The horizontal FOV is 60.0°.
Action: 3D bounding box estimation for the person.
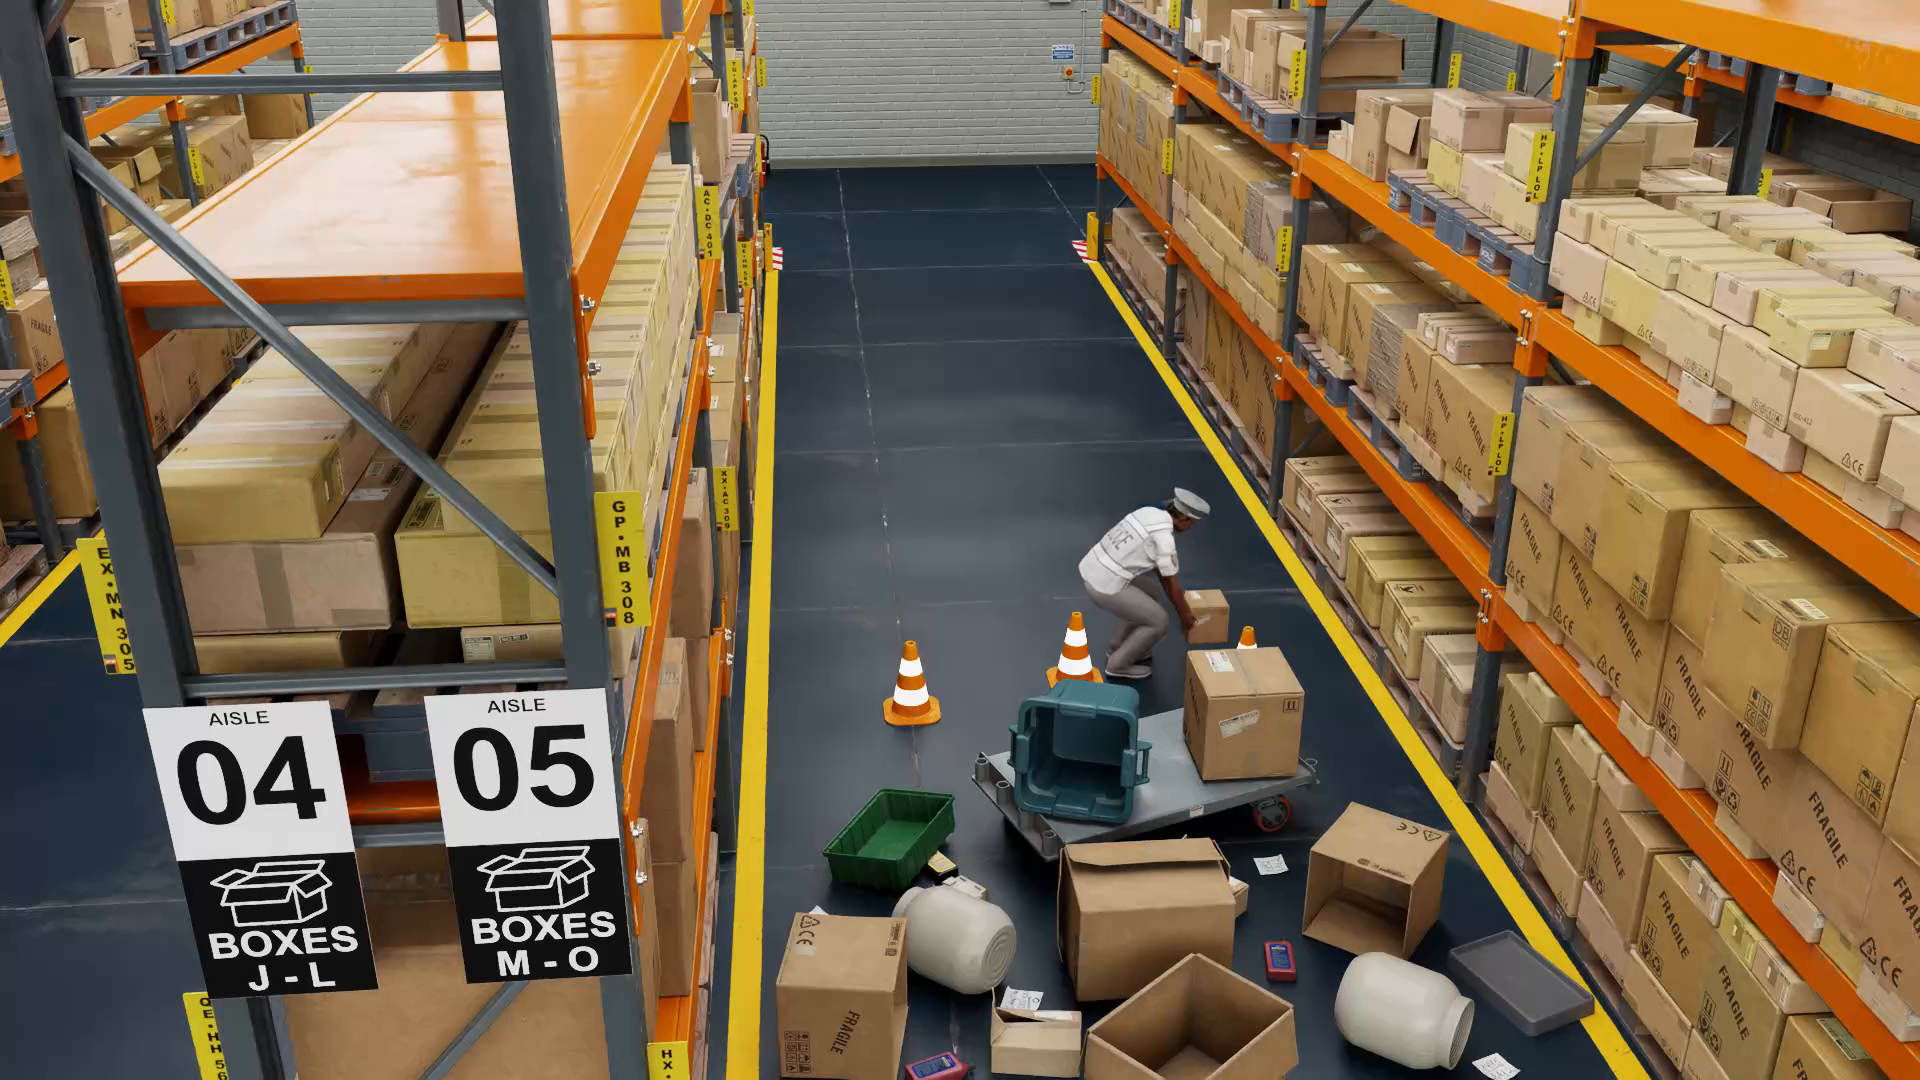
[{"bbox_3d":[1.136,0.257,10.354,0.804,1.160,0.499,-2,24,-5],"label":"person"}]
